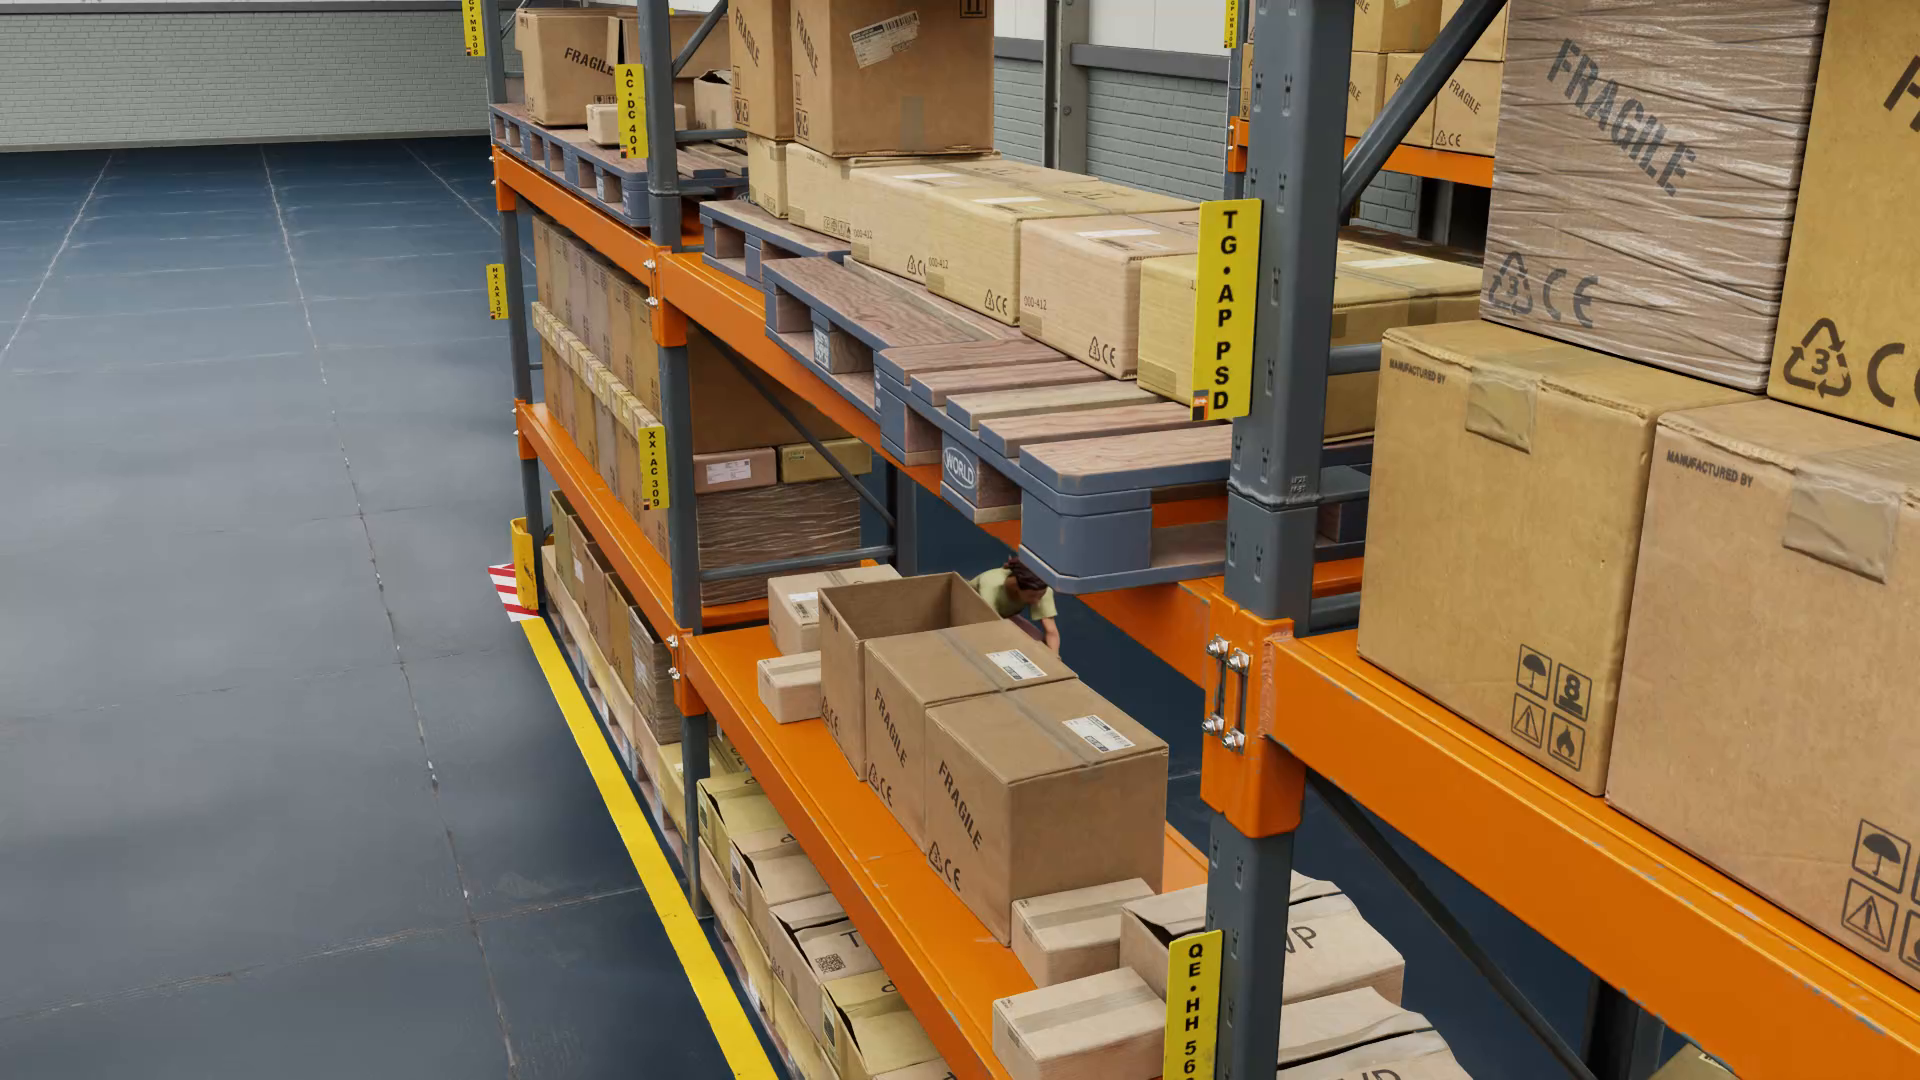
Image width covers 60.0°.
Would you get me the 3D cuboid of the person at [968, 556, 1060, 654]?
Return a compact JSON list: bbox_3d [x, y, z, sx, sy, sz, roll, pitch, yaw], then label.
[{"bbox_3d":[0.243,0.466,8.866,0.488,0.929,0.804,-8,20,-21],"label":"person"}]
